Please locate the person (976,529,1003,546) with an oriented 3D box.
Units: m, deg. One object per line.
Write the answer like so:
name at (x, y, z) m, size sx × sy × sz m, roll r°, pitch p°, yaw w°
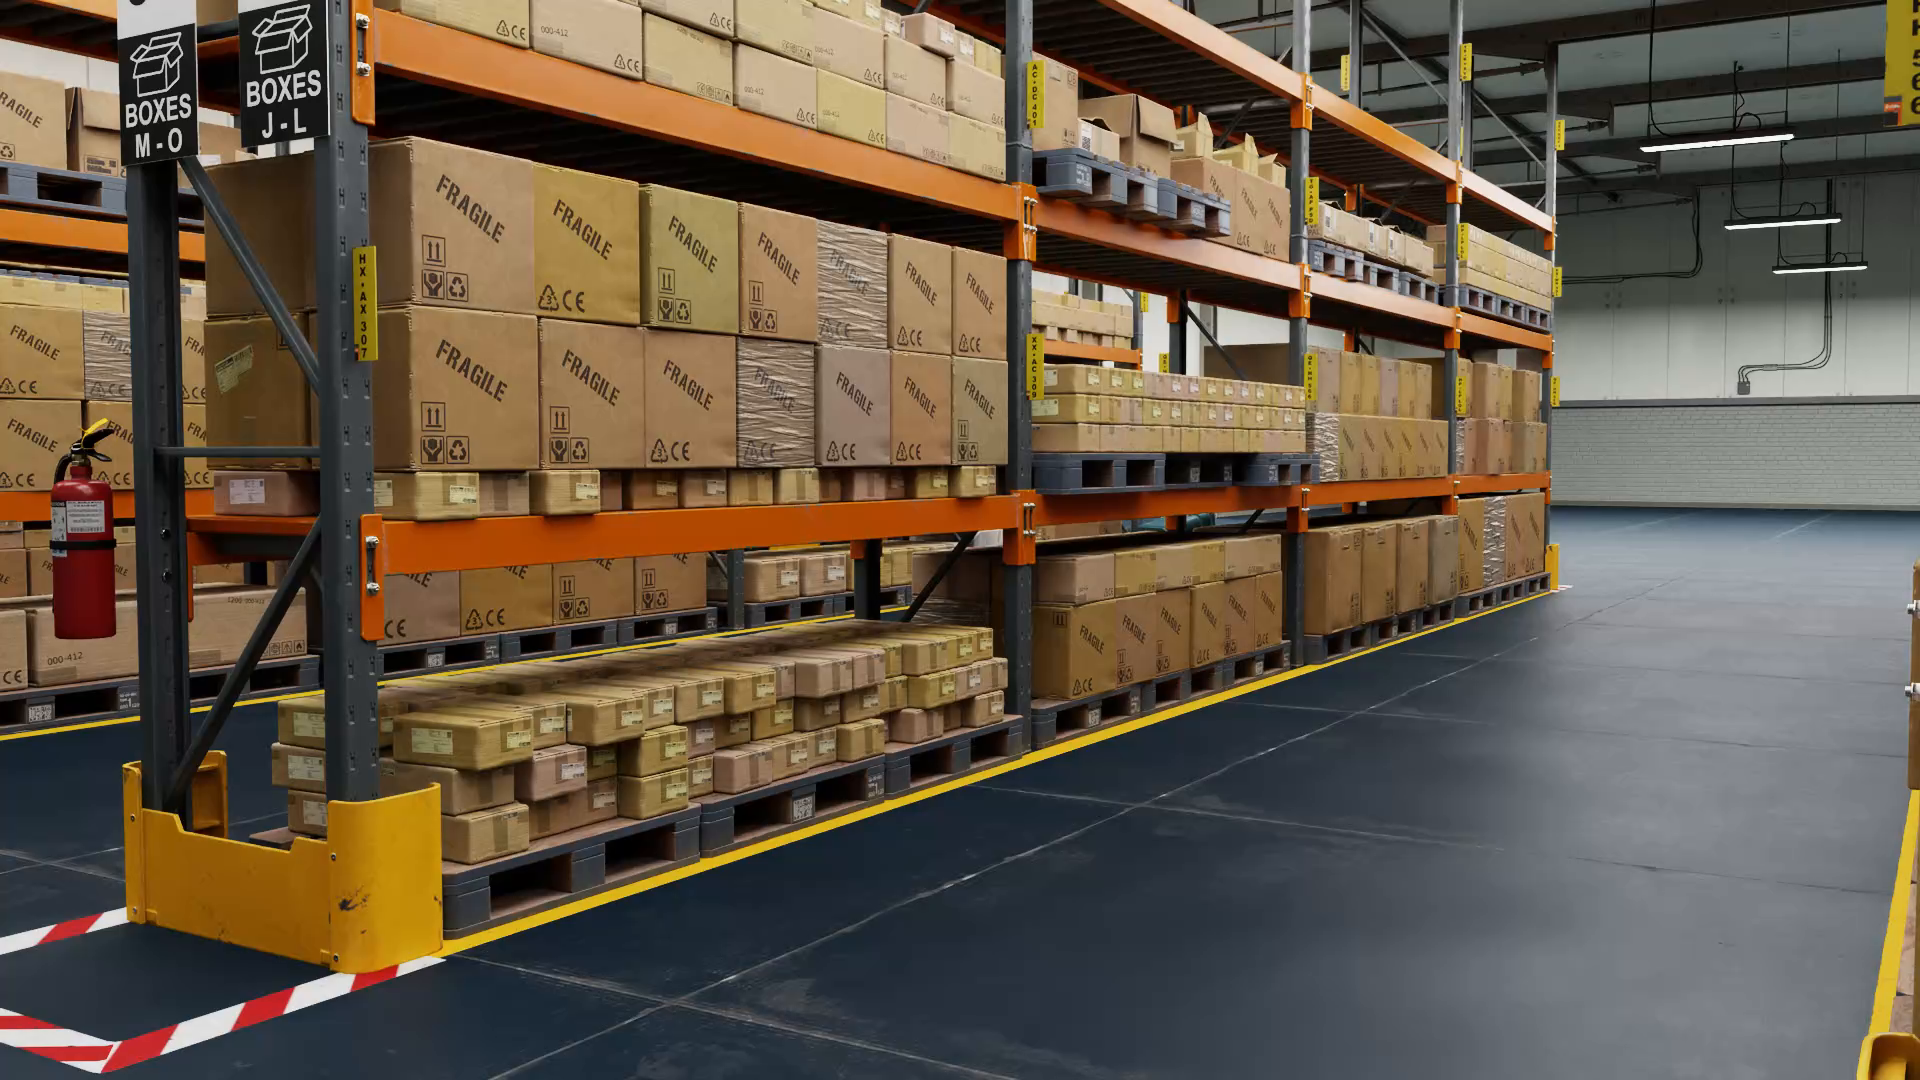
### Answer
person at (0.430, 0.017, 15.146) m, size 0.409 × 1.427 × 0.813 m, roll 2°, pitch 3°, yaw 30°
